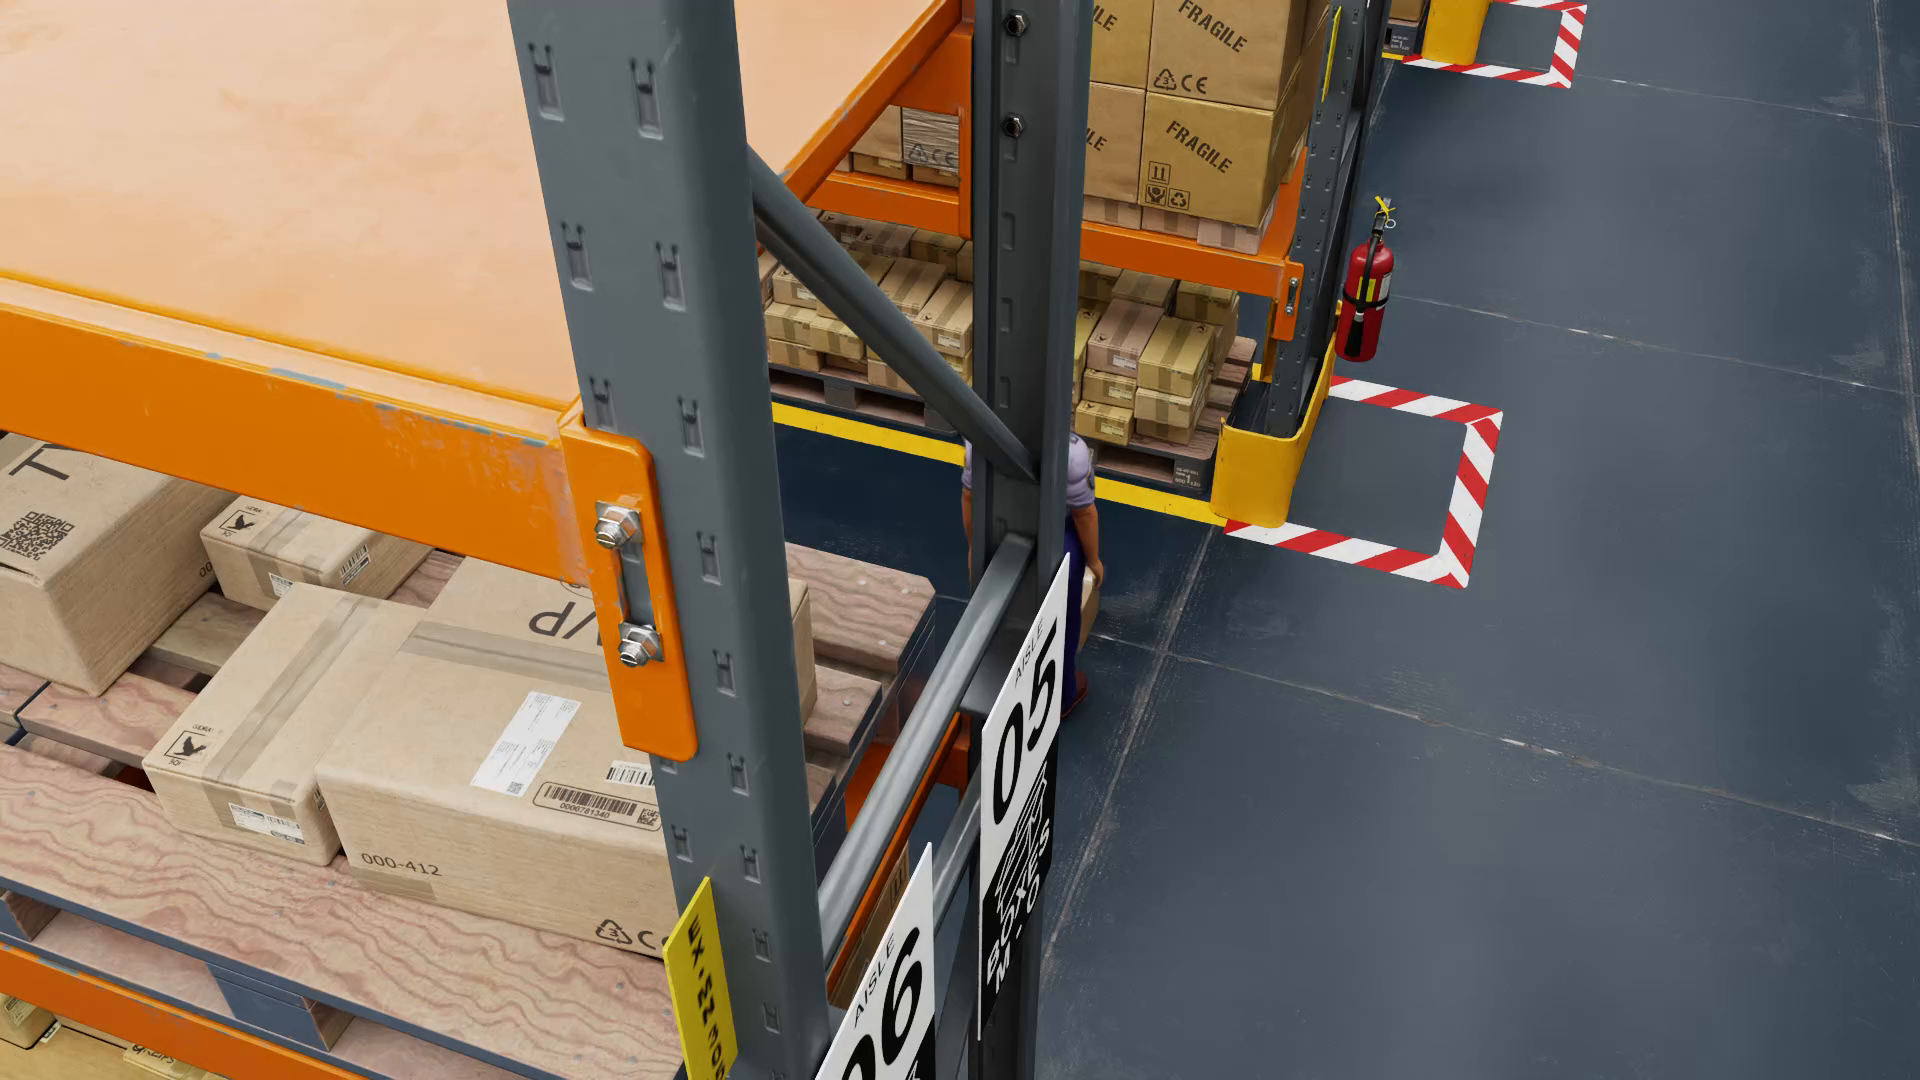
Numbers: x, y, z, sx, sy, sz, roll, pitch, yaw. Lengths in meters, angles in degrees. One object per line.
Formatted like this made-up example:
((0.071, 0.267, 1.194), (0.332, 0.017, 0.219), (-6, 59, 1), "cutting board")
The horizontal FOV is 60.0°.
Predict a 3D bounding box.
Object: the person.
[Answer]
((0.268, 0.032, 6.109), (0.535, 1.656, 0.408), (10, 43, 11), "person")
